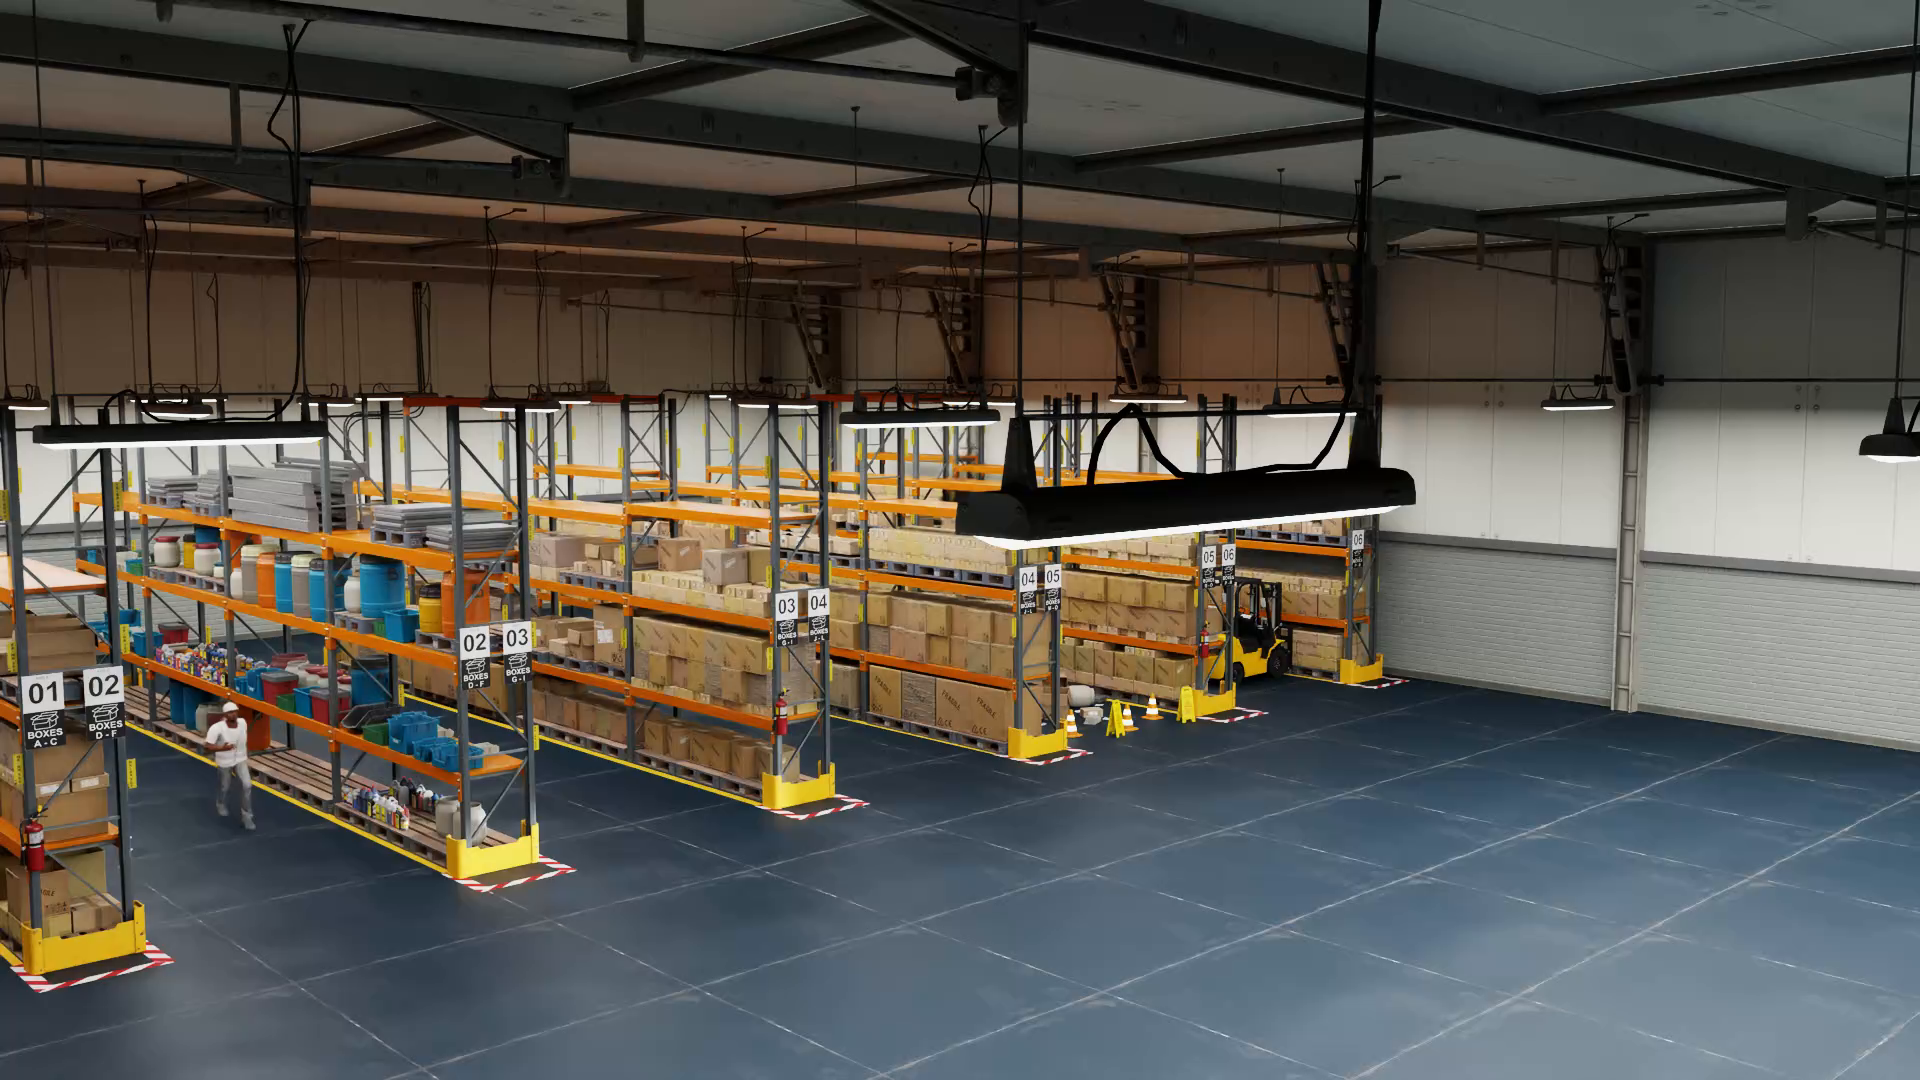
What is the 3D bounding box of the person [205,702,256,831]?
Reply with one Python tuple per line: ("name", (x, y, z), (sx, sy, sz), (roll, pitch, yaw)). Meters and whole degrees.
("person", (-10.373, 3.191, 23.572), (0.652, 1.821, 0.964), (-5, 7, -41))
